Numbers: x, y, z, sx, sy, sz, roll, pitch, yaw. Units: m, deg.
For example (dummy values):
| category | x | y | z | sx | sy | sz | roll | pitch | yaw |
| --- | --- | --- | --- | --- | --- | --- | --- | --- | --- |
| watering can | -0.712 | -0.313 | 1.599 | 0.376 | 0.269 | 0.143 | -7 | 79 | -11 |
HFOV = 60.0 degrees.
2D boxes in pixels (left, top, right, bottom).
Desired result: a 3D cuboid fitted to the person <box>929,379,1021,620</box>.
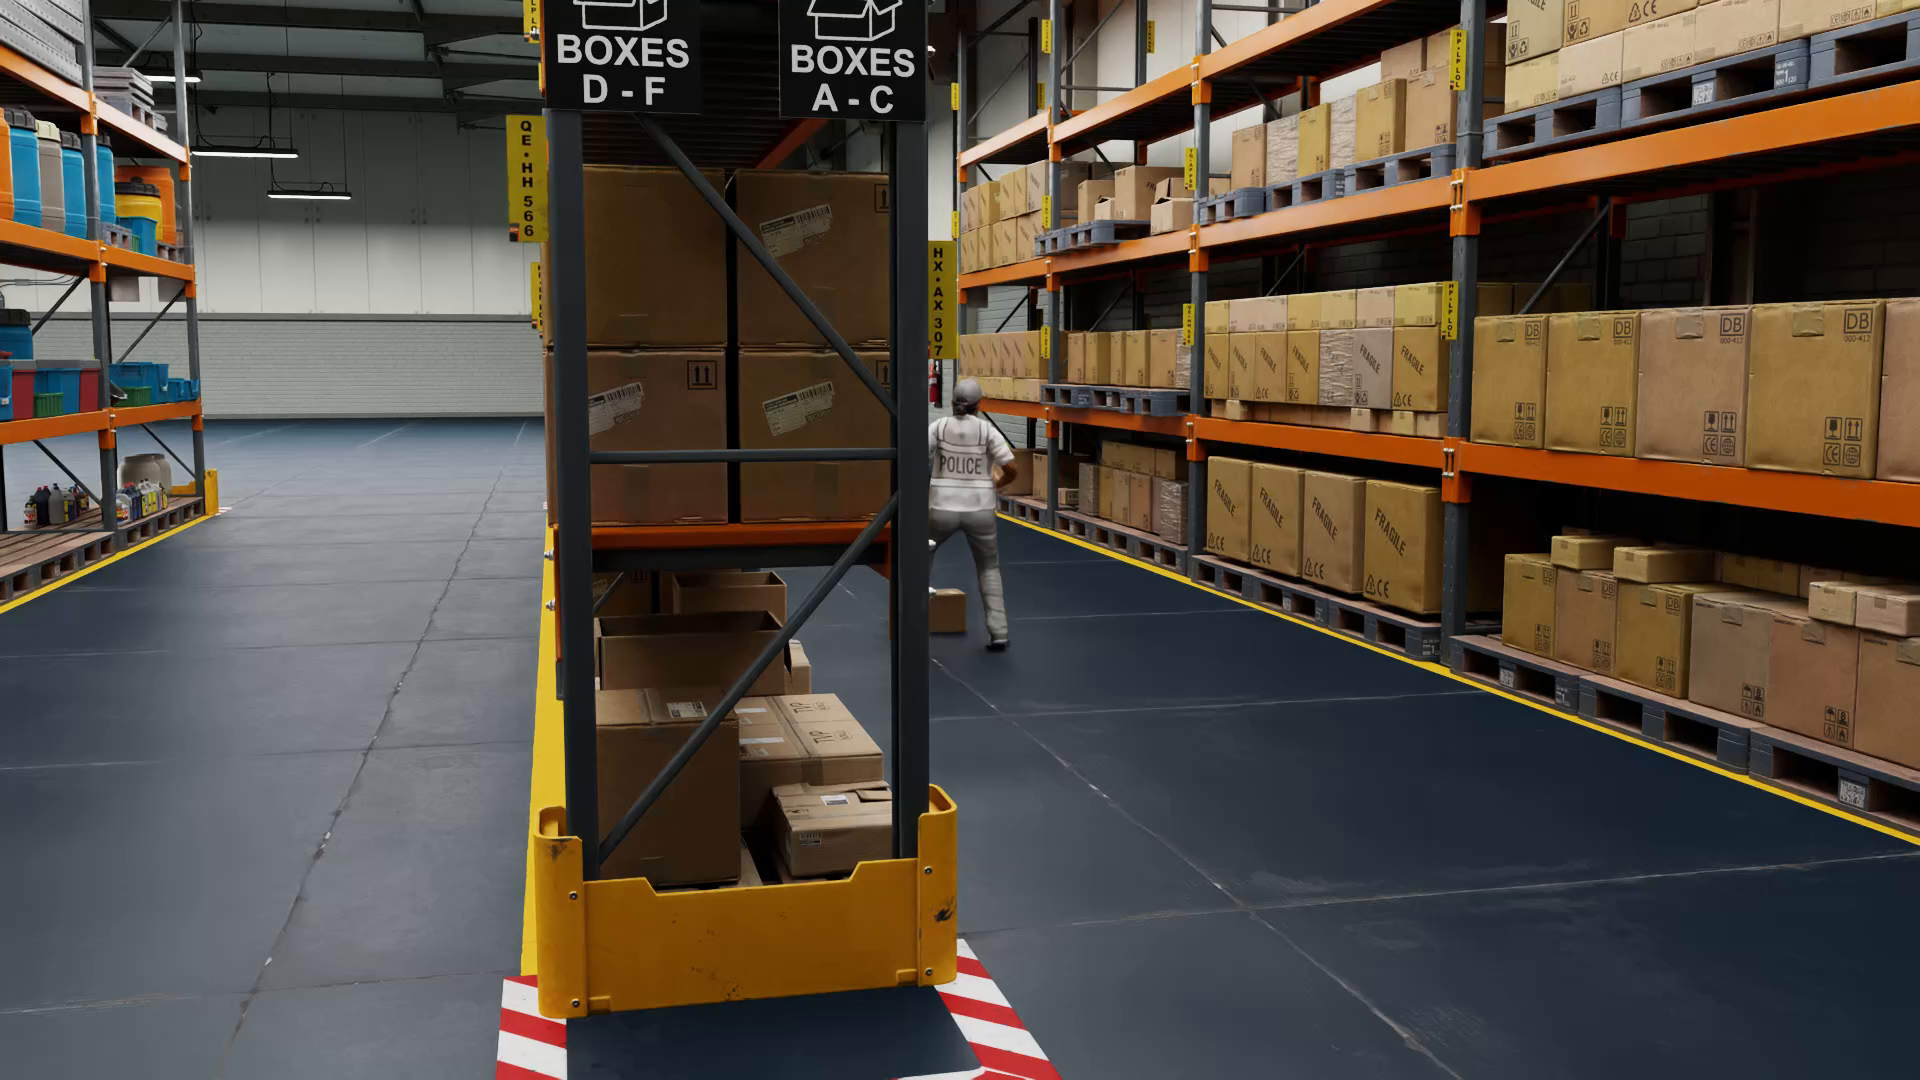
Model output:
| category | x | y | z | sx | sy | sz | roll | pitch | yaw |
| --- | --- | --- | --- | --- | --- | --- | --- | --- | --- |
| person | 0.008 | -0.210 | 10.325 | 0.724 | 1.574 | 0.486 | 0 | 6 | -2 |
